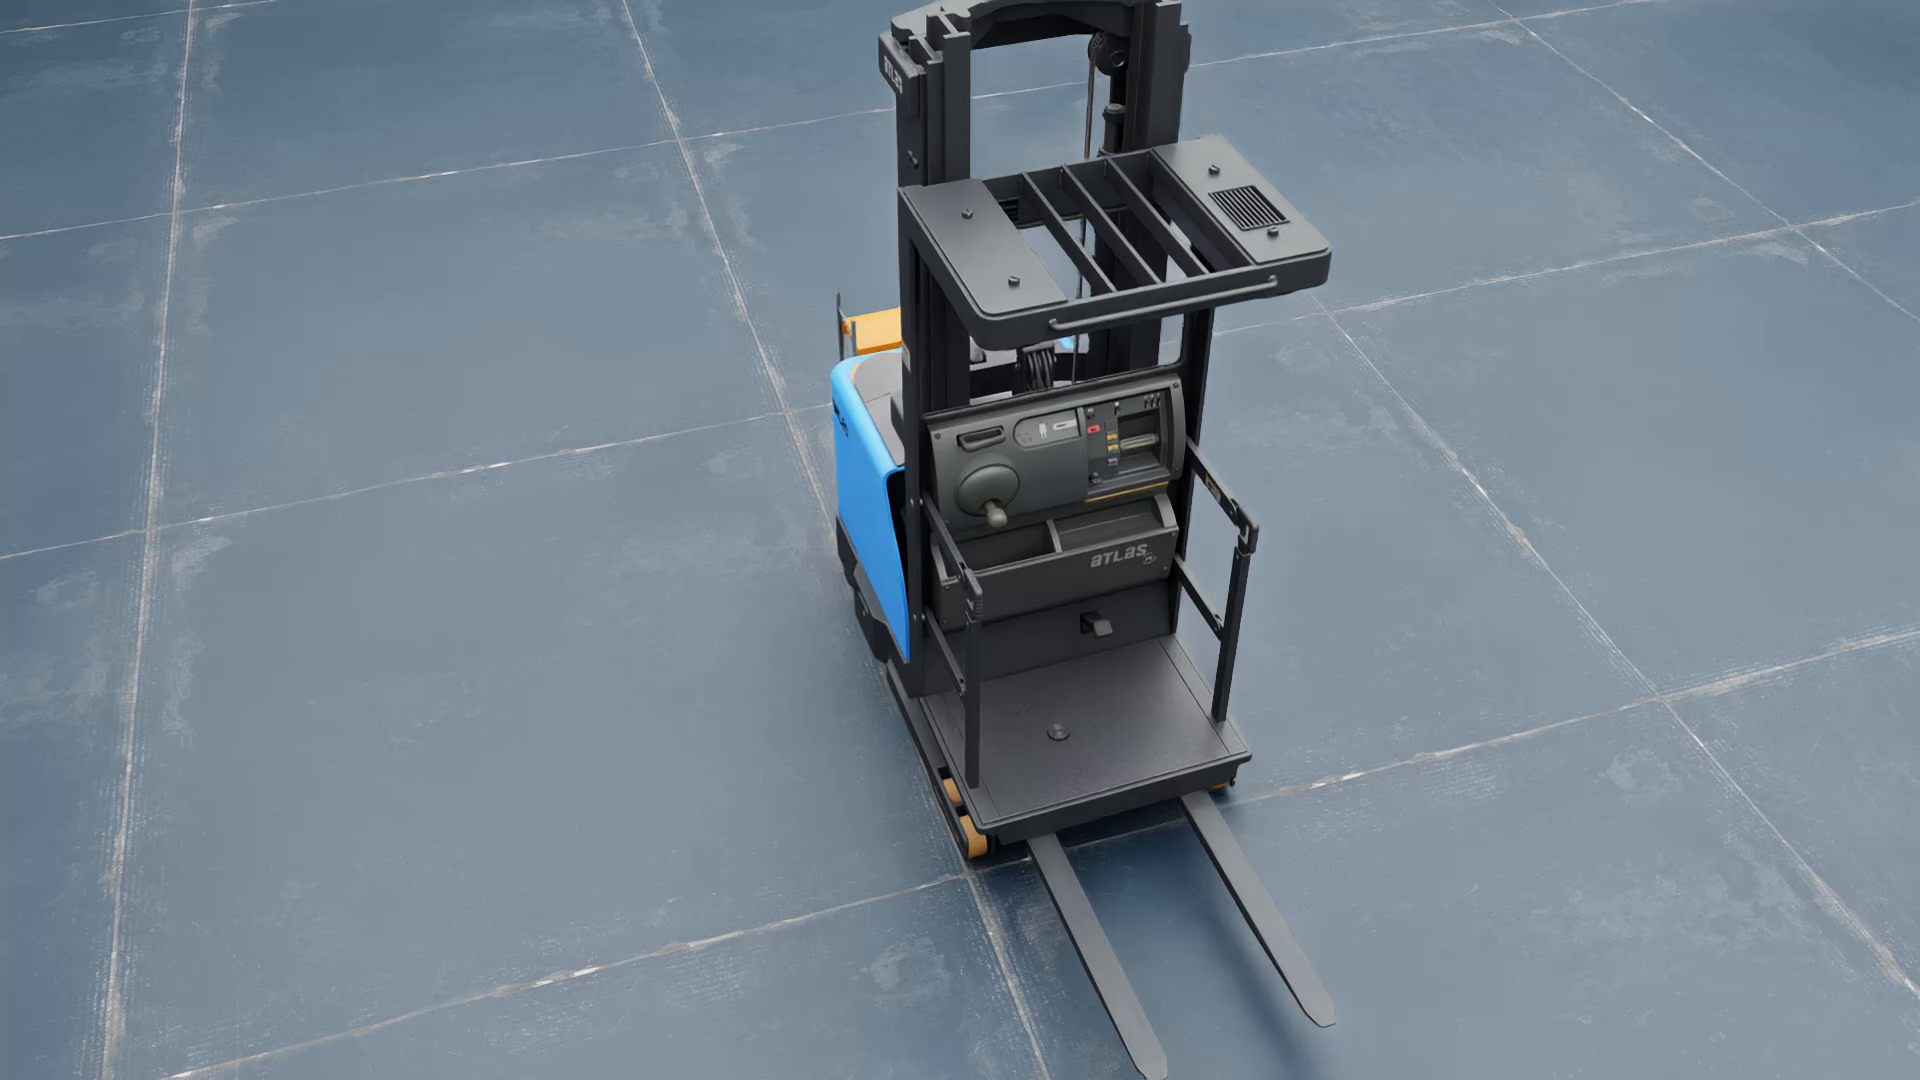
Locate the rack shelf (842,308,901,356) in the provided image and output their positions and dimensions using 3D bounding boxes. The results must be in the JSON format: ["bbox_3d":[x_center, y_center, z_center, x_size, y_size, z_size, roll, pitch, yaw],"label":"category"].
[{"bbox_3d":[-0.244,-0.868,7.084,0.480,0.148,0.258,-13,43,-15],"label":"rack shelf"}]

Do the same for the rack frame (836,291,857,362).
[{"bbox_3d":[-0.474,-0.518,7.280,0.015,1.200,0.240,-13,43,-15],"label":"rack frame"}]

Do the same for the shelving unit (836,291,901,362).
[{"bbox_3d":[-0.244,-0.572,7.343,0.503,1.200,0.258,-13,43,-15],"label":"shelving unit"}]

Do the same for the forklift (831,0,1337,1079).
[{"bbox_3d":[0.421,-0.221,5.625,1.130,2.935,3.031,-13,43,-14],"label":"forklift"}]
